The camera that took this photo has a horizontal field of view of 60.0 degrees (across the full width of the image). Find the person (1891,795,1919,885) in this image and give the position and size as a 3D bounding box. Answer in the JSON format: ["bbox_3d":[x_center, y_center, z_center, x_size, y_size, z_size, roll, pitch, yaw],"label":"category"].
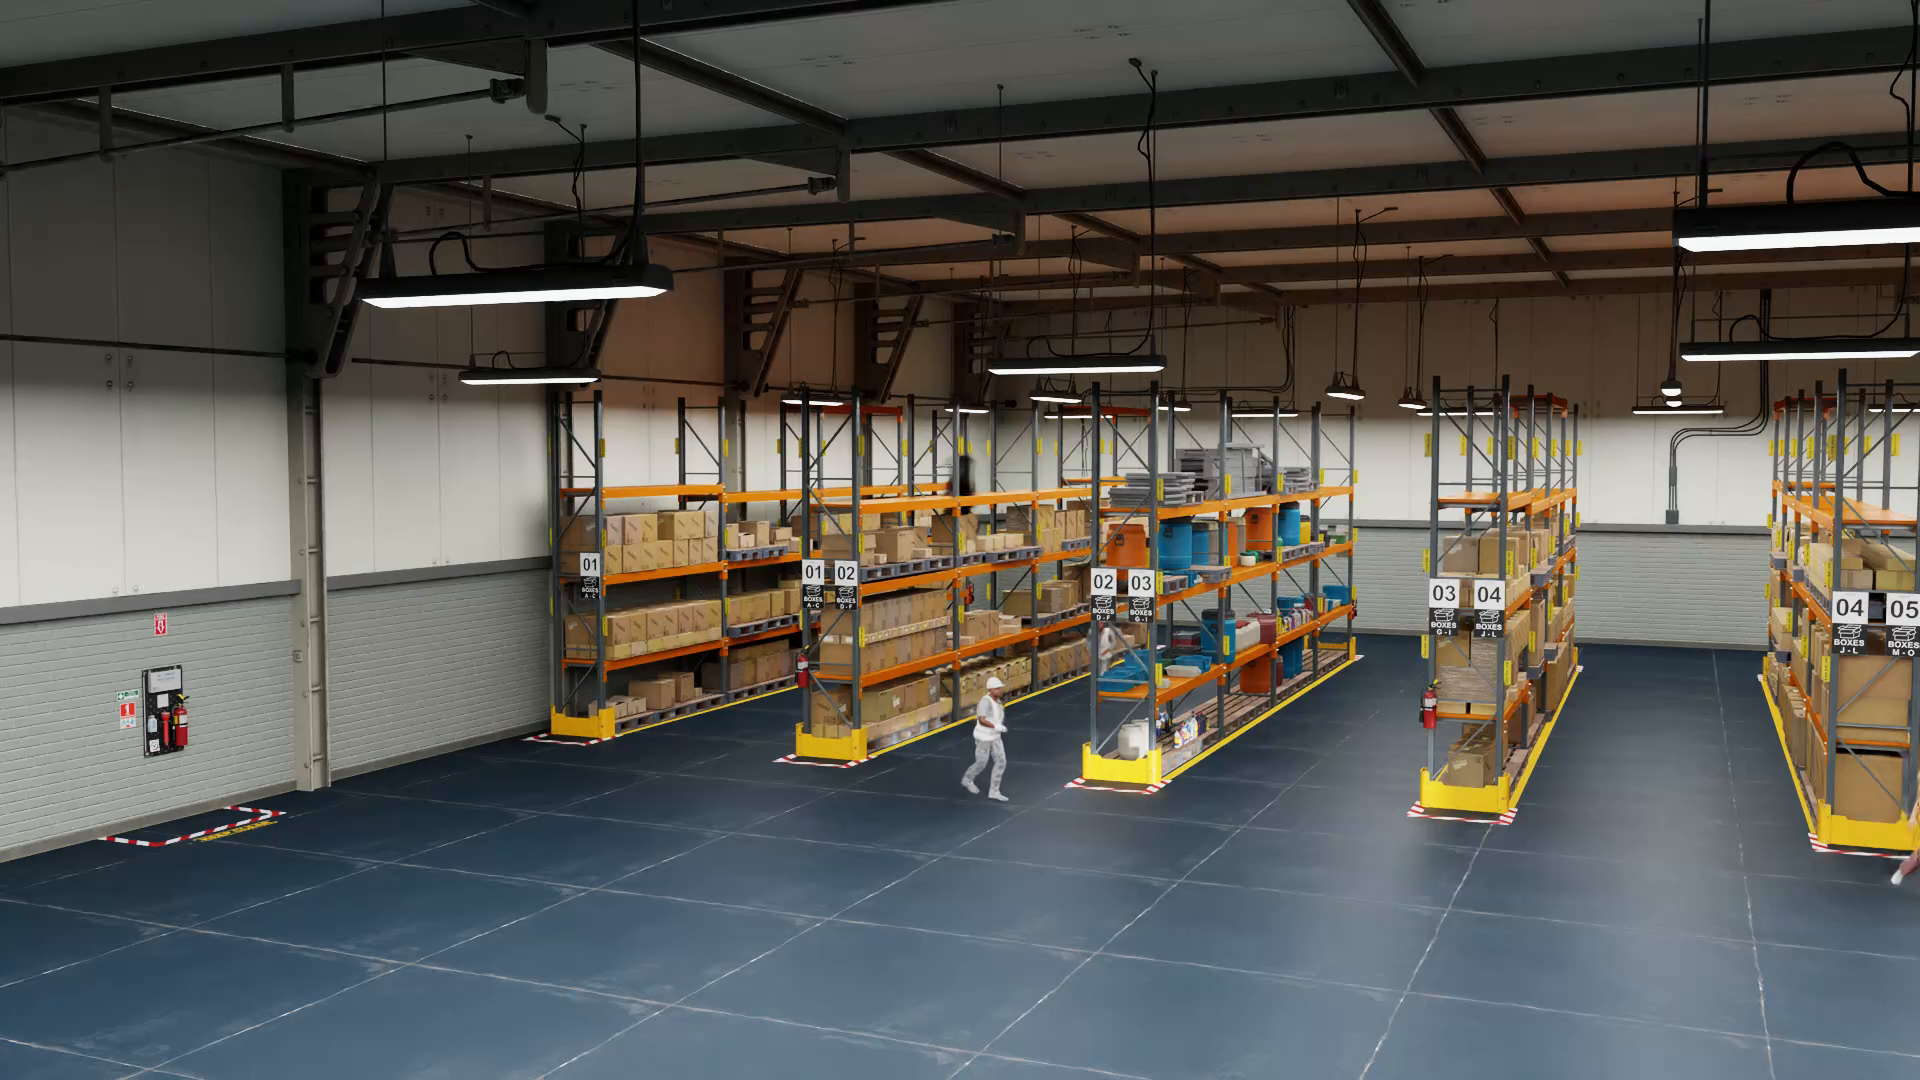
[{"bbox_3d":[10.880,3.164,18.572,0.641,1.613,0.725,0,3,-7],"label":"person"}]

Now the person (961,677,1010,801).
[{"bbox_3d":[0.317,2.811,23.610,0.861,1.756,0.631,2,4,35],"label":"person"}]

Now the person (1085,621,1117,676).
[{"bbox_3d":[2.796,2.328,33.011,0.633,1.708,0.696,0,3,7],"label":"person"}]
